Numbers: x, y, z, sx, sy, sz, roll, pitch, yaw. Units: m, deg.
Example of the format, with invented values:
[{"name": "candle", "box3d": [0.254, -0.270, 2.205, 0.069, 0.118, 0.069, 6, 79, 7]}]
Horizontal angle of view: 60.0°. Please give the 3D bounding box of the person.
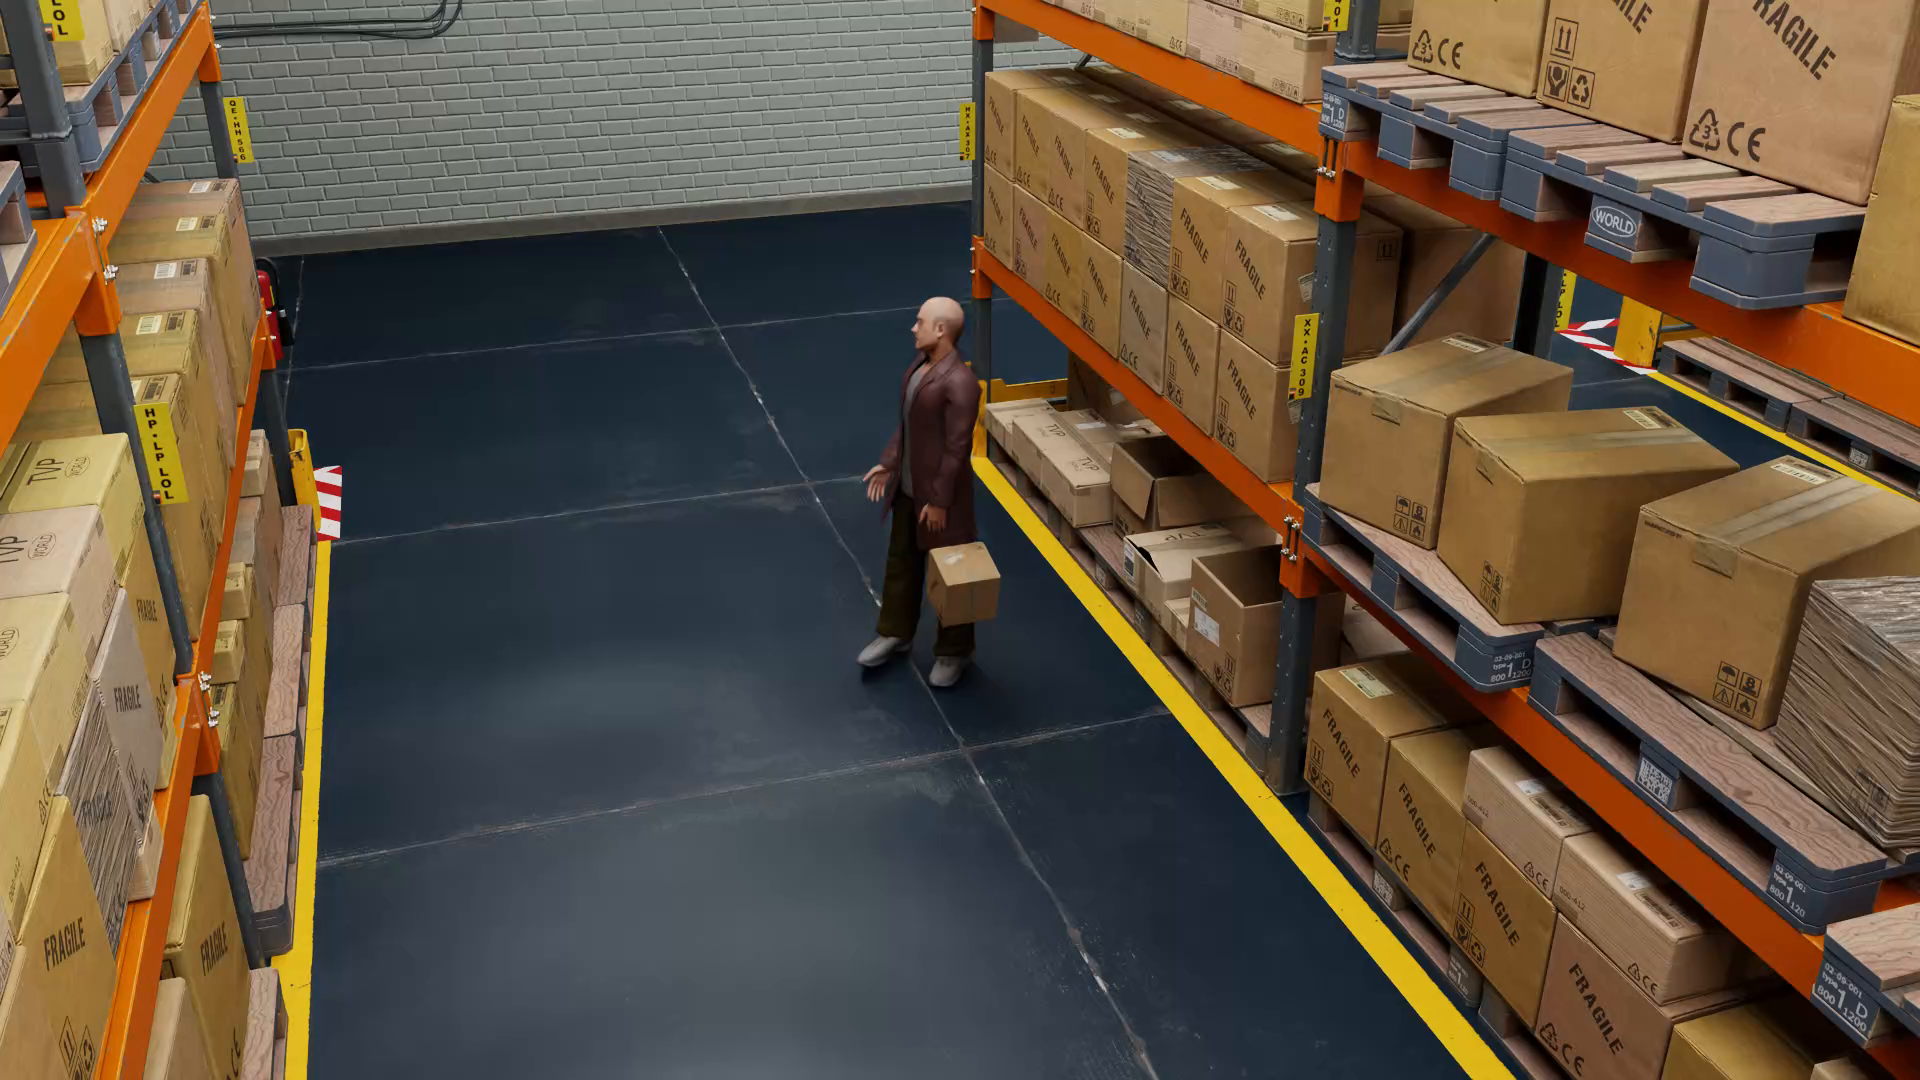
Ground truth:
[{"name": "person", "box3d": [-0.217, -0.229, 7.537, 0.596, 1.782, 0.626, -1, 26, -2]}]
